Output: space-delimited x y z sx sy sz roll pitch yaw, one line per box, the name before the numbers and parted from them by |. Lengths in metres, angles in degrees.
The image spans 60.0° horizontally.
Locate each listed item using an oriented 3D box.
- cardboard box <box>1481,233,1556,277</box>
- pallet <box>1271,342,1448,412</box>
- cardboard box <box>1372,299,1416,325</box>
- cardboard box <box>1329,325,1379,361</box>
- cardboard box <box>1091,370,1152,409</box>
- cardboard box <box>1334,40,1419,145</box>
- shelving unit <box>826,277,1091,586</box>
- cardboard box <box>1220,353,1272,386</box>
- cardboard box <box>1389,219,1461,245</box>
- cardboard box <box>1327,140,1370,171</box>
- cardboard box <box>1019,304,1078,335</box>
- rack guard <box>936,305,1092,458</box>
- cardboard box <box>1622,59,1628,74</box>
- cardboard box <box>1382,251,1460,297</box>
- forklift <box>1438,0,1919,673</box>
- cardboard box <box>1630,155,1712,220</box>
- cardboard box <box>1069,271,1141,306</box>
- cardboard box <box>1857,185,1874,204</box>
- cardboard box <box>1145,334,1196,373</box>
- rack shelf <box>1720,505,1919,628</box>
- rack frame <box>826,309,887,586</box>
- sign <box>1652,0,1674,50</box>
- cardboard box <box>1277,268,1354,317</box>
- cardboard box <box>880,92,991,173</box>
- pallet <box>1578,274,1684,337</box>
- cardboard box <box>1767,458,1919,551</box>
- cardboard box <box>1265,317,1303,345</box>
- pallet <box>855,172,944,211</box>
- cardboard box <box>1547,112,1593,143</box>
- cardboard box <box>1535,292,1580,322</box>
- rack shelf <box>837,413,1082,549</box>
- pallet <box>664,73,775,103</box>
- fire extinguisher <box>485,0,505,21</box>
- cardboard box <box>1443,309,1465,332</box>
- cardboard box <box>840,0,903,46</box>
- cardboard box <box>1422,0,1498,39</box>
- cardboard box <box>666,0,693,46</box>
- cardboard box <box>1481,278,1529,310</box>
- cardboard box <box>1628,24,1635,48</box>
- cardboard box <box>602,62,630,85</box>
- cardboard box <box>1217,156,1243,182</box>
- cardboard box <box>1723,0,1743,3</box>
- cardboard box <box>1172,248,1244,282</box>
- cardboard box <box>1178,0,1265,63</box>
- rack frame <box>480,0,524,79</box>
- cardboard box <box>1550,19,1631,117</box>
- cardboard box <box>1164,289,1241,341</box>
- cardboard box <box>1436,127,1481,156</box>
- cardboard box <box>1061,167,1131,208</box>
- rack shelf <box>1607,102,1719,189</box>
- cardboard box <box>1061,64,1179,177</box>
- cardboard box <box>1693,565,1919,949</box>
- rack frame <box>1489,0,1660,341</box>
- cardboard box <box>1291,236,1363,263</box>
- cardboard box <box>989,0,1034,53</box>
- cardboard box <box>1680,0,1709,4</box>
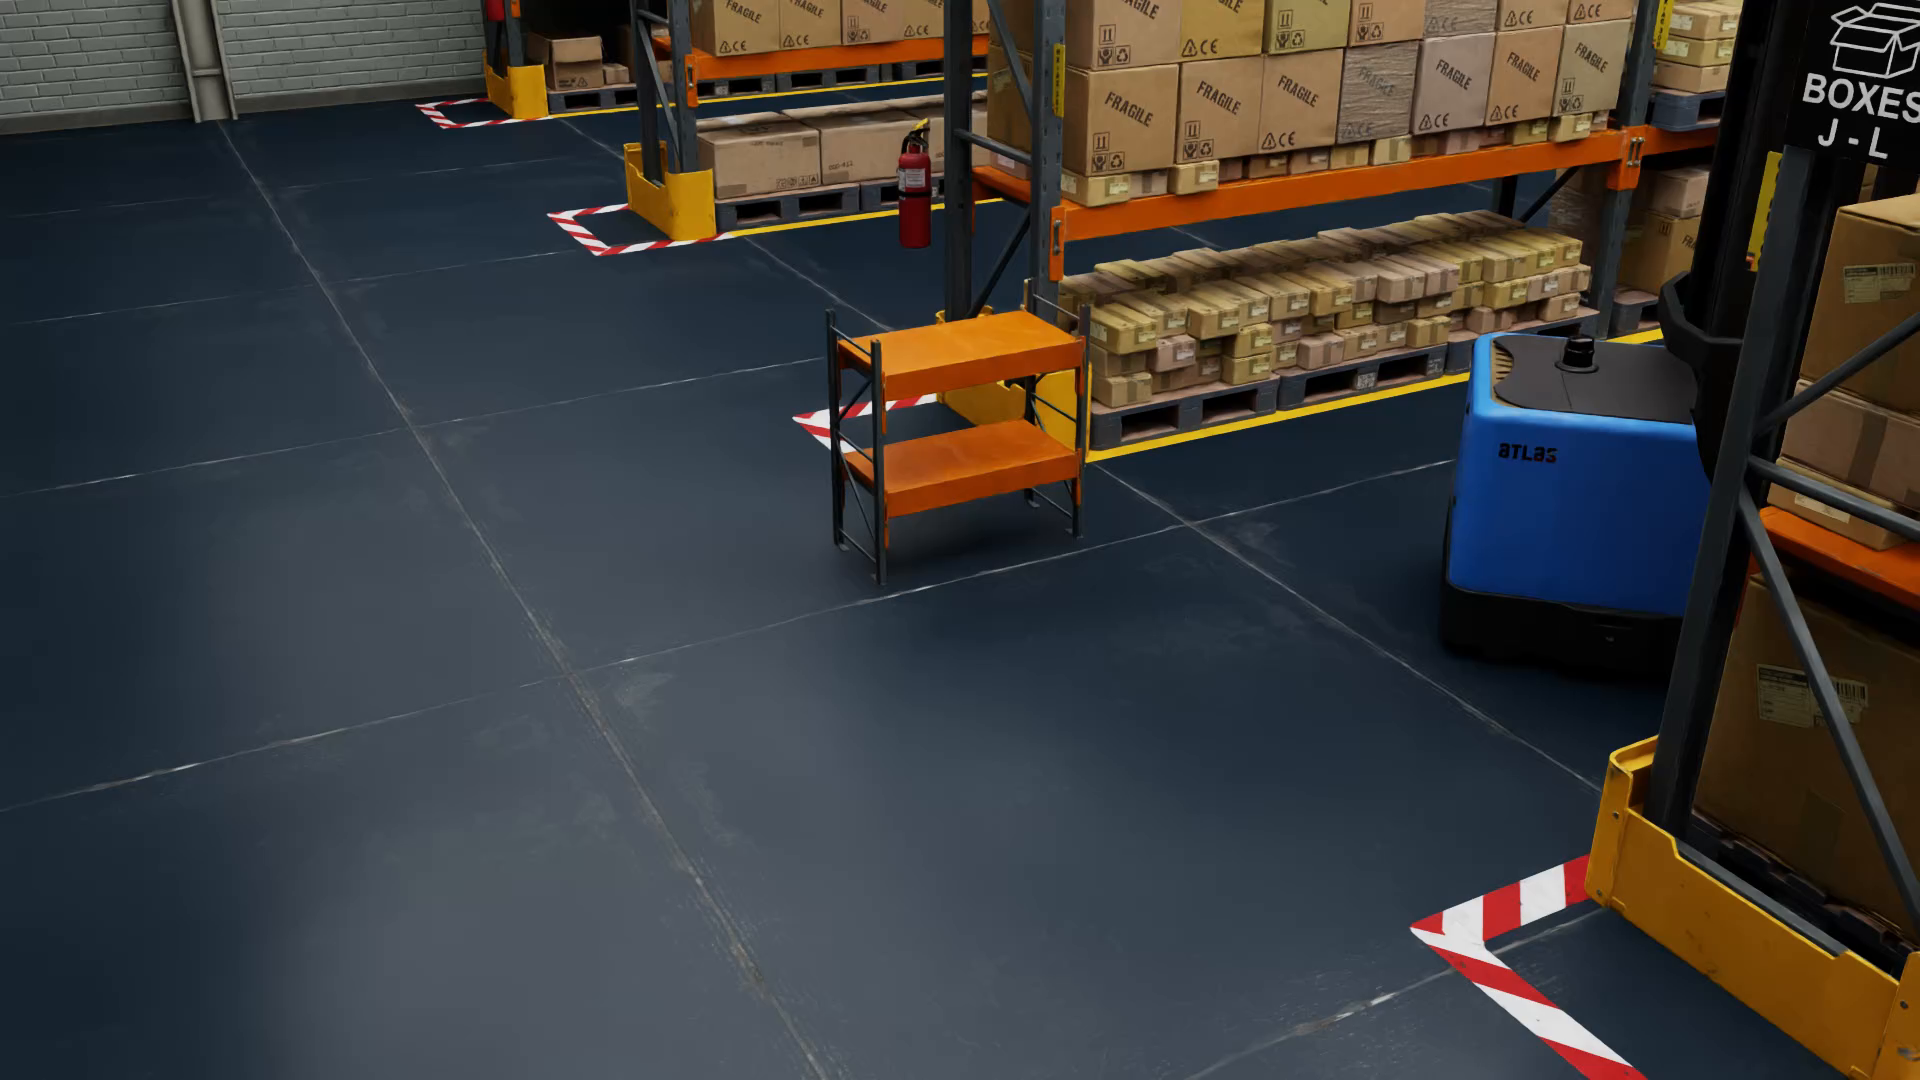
cardboard box | 3.333 -1.706 9.959 0.250 0.149 0.380 -13 28 -24
pallet | 2.078 -1.115 9.829 1.213 0.211 1.003 -13 29 -25
cardboard box | 2.413 -1.385 9.633 0.250 0.149 0.380 -14 29 -28
cardboard box | 2.173 -1.167 9.524 0.250 0.149 0.380 -13 29 -25
cardboard box | 0.815 -0.847 8.857 0.250 0.149 0.380 -12 28 -24
cardboard box | 2.073 -2.443 8.914 0.500 0.500 0.500 -14 29 -26
shelving unit | -0.006 -0.506 7.504 1.048 1.125 0.538 -13 29 -25
cardboard box | 1.500 -0.995 9.165 0.250 0.149 0.380 -13 28 -24
cardboard box | 2.859 -1.850 10.260 0.250 0.149 0.380 -13 29 -26
cardboard box | 1.994 -2.123 8.997 0.250 0.149 0.380 -12 28 -23
cardboard box | 0.533 -1.213 9.276 0.250 0.149 0.380 -14 29 -26
rack guard | 0.269 -0.847 8.936 0.348 0.500 1.175 -13 29 -25
cardboard box | 3.989 -3.006 10.349 0.250 0.149 0.380 -14 29 -26
cardboard box | 2.656 -1.539 9.612 0.250 0.149 0.380 -15 29 -28
forklift | 3.533 -0.883 6.202 3.031 2.935 1.130 7 27 14
cardboard box | 4.508 -2.223 10.451 0.500 0.250 0.500 -14 29 -27
cardboard box | 0.798 -1.365 9.248 0.250 0.149 0.380 -12 28 -24
cardboard box | 5.884 -2.198 11.265 0.500 0.500 0.500 -14 29 -27
cardboard box | 1.053 -1.039 8.914 0.250 0.149 0.380 -13 29 -25
rack shelf | 4.211 -0.127 5.379 4.000 0.370 1.077 -13 29 -25
rack frame | -0.455 -0.402 7.288 0.032 1.125 0.500 -13 29 -25
sign | 3.993 -2.958 9.444 0.005 0.325 0.100 -13 29 -25
cardboard box | 1.976 -1.383 9.287 0.250 0.149 0.380 -13 28 -24
cardboard box | -0.081 -3.408 13.857 0.875 0.438 0.875 -14 29 -27
pallet | 4.418 -1.675 10.995 1.213 0.211 1.003 -13 29 -25
cardboard box | 2.606 -0.129 4.842 0.250 0.149 0.380 -12 28 -24
cardboard box | 1.694 -1.224 9.299 0.250 0.149 0.380 -14 29 -28
pallet | -0.473 -3.011 13.777 1.213 0.211 1.003 -13 29 -25
cardboard box | 3.413 -2.418 9.611 0.250 0.149 0.380 -14 29 -26
cardboard box | 3.546 -1.467 10.149 0.250 0.149 0.380 -13 28 -24
rack shelf | -0.006 -0.285 7.610 1.000 0.278 0.538 -13 29 -25
pallet | -2.710 -4.891 17.693 1.213 0.211 1.003 -13 29 -25
fire extinguisher | -4.468 -5.314 15.872 0.183 0.674 0.296 -13 29 -25
cardboard box | 2.785 -1.360 9.927 0.250 0.149 0.380 -14 29 -26
cardboard box | -0.767 -4.072 12.650 0.500 0.500 0.500 -13 29 -25
cardboard box | 2.532 -2.998 8.914 0.500 0.500 0.500 -12 28 -24
cardboard box | -1.915 -4.073 12.651 0.500 0.500 0.500 -13 28 -25
cardboard box | 3.142 -1.505 9.883 0.250 0.149 0.380 -14 29 -27
cardboard box | 3.990 -3.140 10.285 0.250 0.149 0.380 -12 28 -24
cardboard box | -3.578 -4.787 17.064 0.250 0.149 0.380 -14 29 -27
cardboard box | 1.274 -1.993 8.726 0.250 0.149 0.380 -12 28 -23
cardboard box | 4.766 -3.132 9.926 0.250 0.149 0.380 -13 28 -25
cardboard box | 1.436 -1.570 9.676 0.250 0.149 0.380 -12 28 -23
cardboard box | 1.165 -2.684 8.259 0.500 0.500 0.500 -12 28 -24
rack frame | -4.556 -5.723 16.204 0.127 3.000 1.000 -13 29 -25
cardboard box | 3.438 -2.746 9.544 0.500 0.500 0.500 -13 29 -25
cardboard box | 1.293 -1.212 8.930 0.250 0.149 0.380 -13 29 -25
cardboard box | 2.685 -2.277 9.316 0.250 0.149 0.380 -14 29 -27
cardboard box | 0.642 -1.786 8.294 0.250 0.149 0.380 -13 29 -26
rack shelf | 5.496 -2.856 11.064 4.000 0.370 1.077 -13 29 -25
cardboard box | 0.728 -2.123 8.248 0.500 0.500 0.500 -12 28 -23
cardboard box | 2.974 0.564 5.079 0.875 0.875 0.875 -13 29 -25
rack frame | 3.731 -2.773 10.060 0.127 3.000 1.000 -13 29 -25
cardboard box | 2.175 -1.681 9.907 0.250 0.149 0.380 -14 29 -27
cardboard box | 0.489 -2.776 8.453 0.500 0.500 0.500 -14 29 -26
cardboard box | 4.459 -3.380 10.443 0.250 0.149 0.380 -14 29 -27
